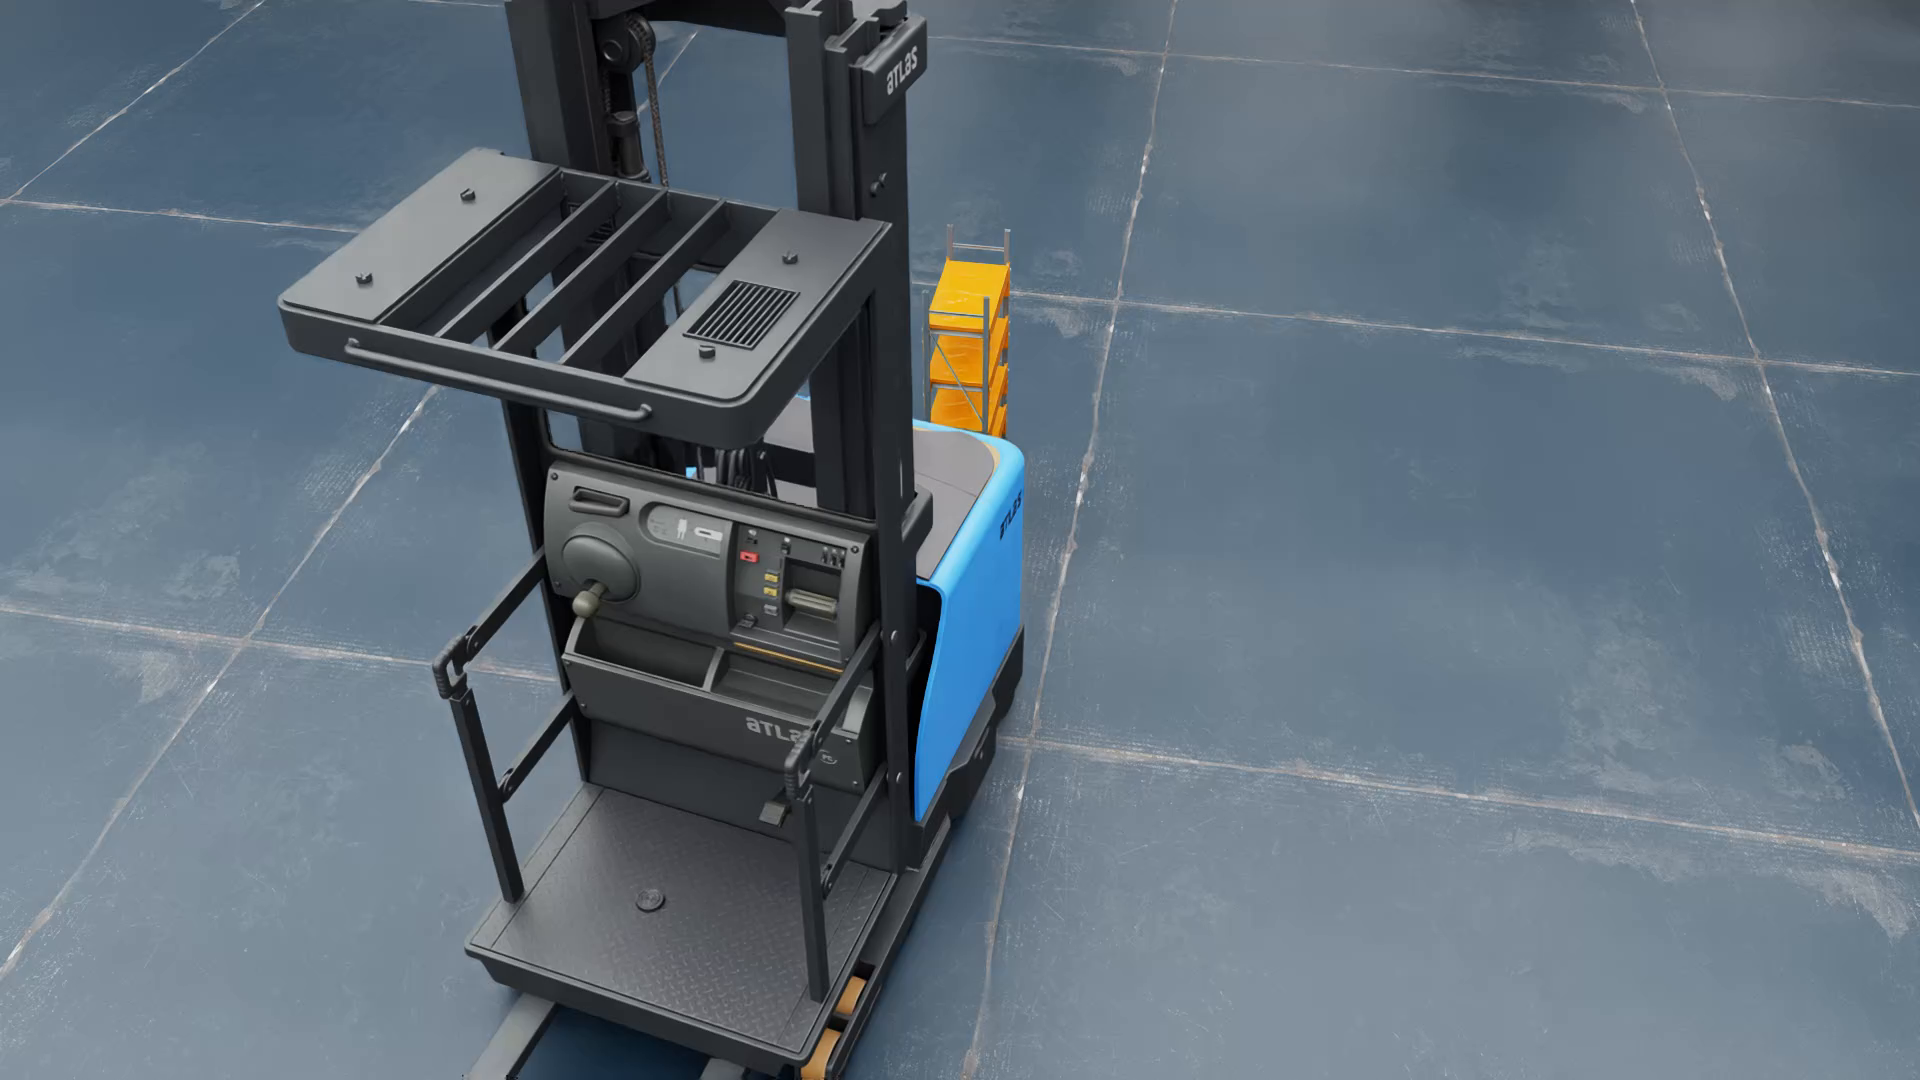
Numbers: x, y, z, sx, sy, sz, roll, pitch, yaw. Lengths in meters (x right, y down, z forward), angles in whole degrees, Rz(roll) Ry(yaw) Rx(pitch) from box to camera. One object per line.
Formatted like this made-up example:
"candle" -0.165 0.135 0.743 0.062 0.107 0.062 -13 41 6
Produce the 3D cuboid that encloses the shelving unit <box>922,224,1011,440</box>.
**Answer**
"shelving unit" 0.029 -0.566 6.493 0.258 1.200 0.503 6 40 8

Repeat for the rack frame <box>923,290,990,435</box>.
"rack frame" -0.014 -0.413 6.308 0.240 1.200 0.015 6 40 8

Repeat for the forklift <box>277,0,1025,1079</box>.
"forklift" -0.762 0.149 4.269 1.130 2.935 3.031 13 41 16

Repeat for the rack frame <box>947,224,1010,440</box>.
"rack frame" 0.071 -0.719 6.679 0.240 1.200 0.015 6 40 8

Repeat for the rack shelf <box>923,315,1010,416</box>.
"rack shelf" 0.029 -0.687 6.394 0.258 0.148 0.480 6 40 8

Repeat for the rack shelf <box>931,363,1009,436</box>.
"rack shelf" 0.029 -0.514 6.536 0.258 0.148 0.480 6 40 8

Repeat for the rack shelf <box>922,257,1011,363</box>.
"rack shelf" 0.029 -0.869 6.243 0.258 0.148 0.480 6 40 8

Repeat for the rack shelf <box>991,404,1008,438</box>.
"rack shelf" 0.029 -0.361 6.663 0.258 0.148 0.480 6 40 8
